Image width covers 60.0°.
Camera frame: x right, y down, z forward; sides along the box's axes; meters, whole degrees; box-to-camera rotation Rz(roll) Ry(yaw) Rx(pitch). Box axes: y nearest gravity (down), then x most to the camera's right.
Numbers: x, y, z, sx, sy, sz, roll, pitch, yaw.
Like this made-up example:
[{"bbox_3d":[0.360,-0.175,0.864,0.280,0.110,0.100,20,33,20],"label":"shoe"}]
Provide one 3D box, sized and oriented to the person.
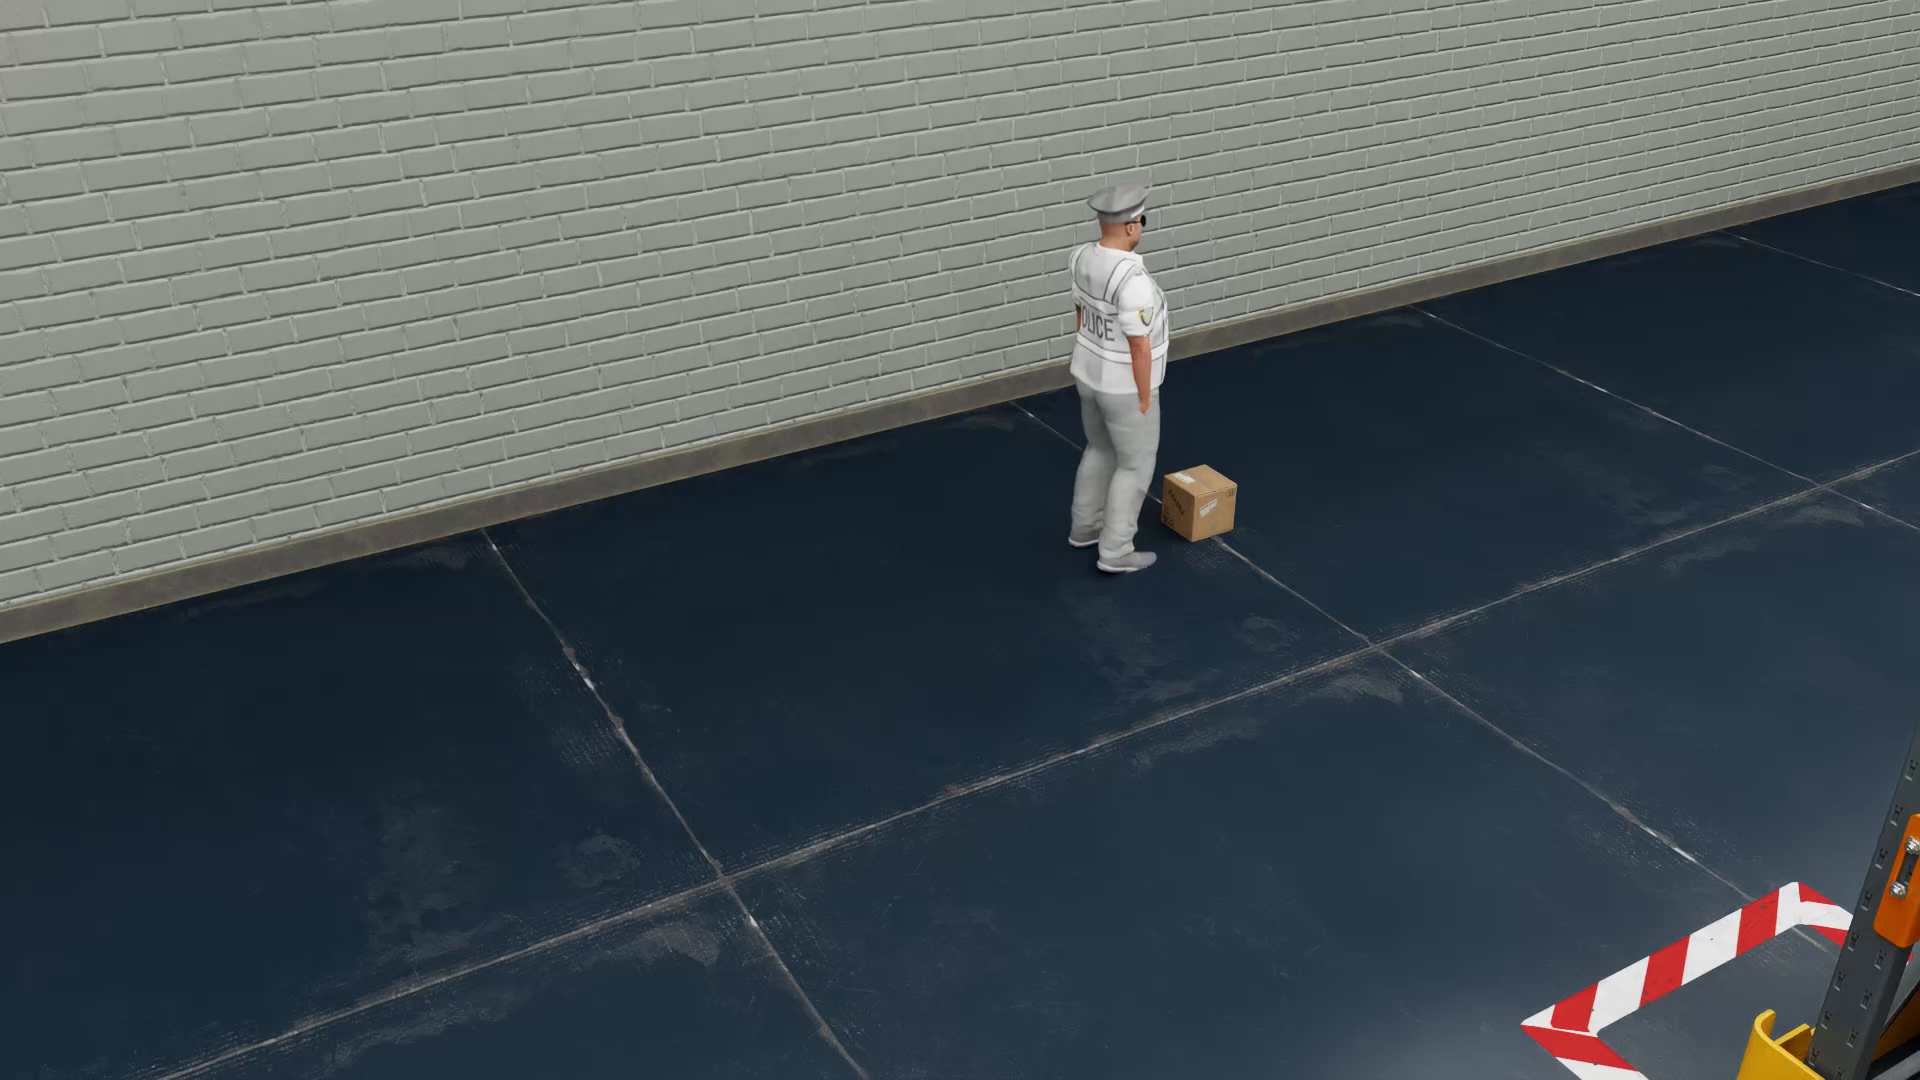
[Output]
[{"bbox_3d":[0.707,-0.711,7.438,0.393,1.778,0.527,-15,32,-25],"label":"person"}]
